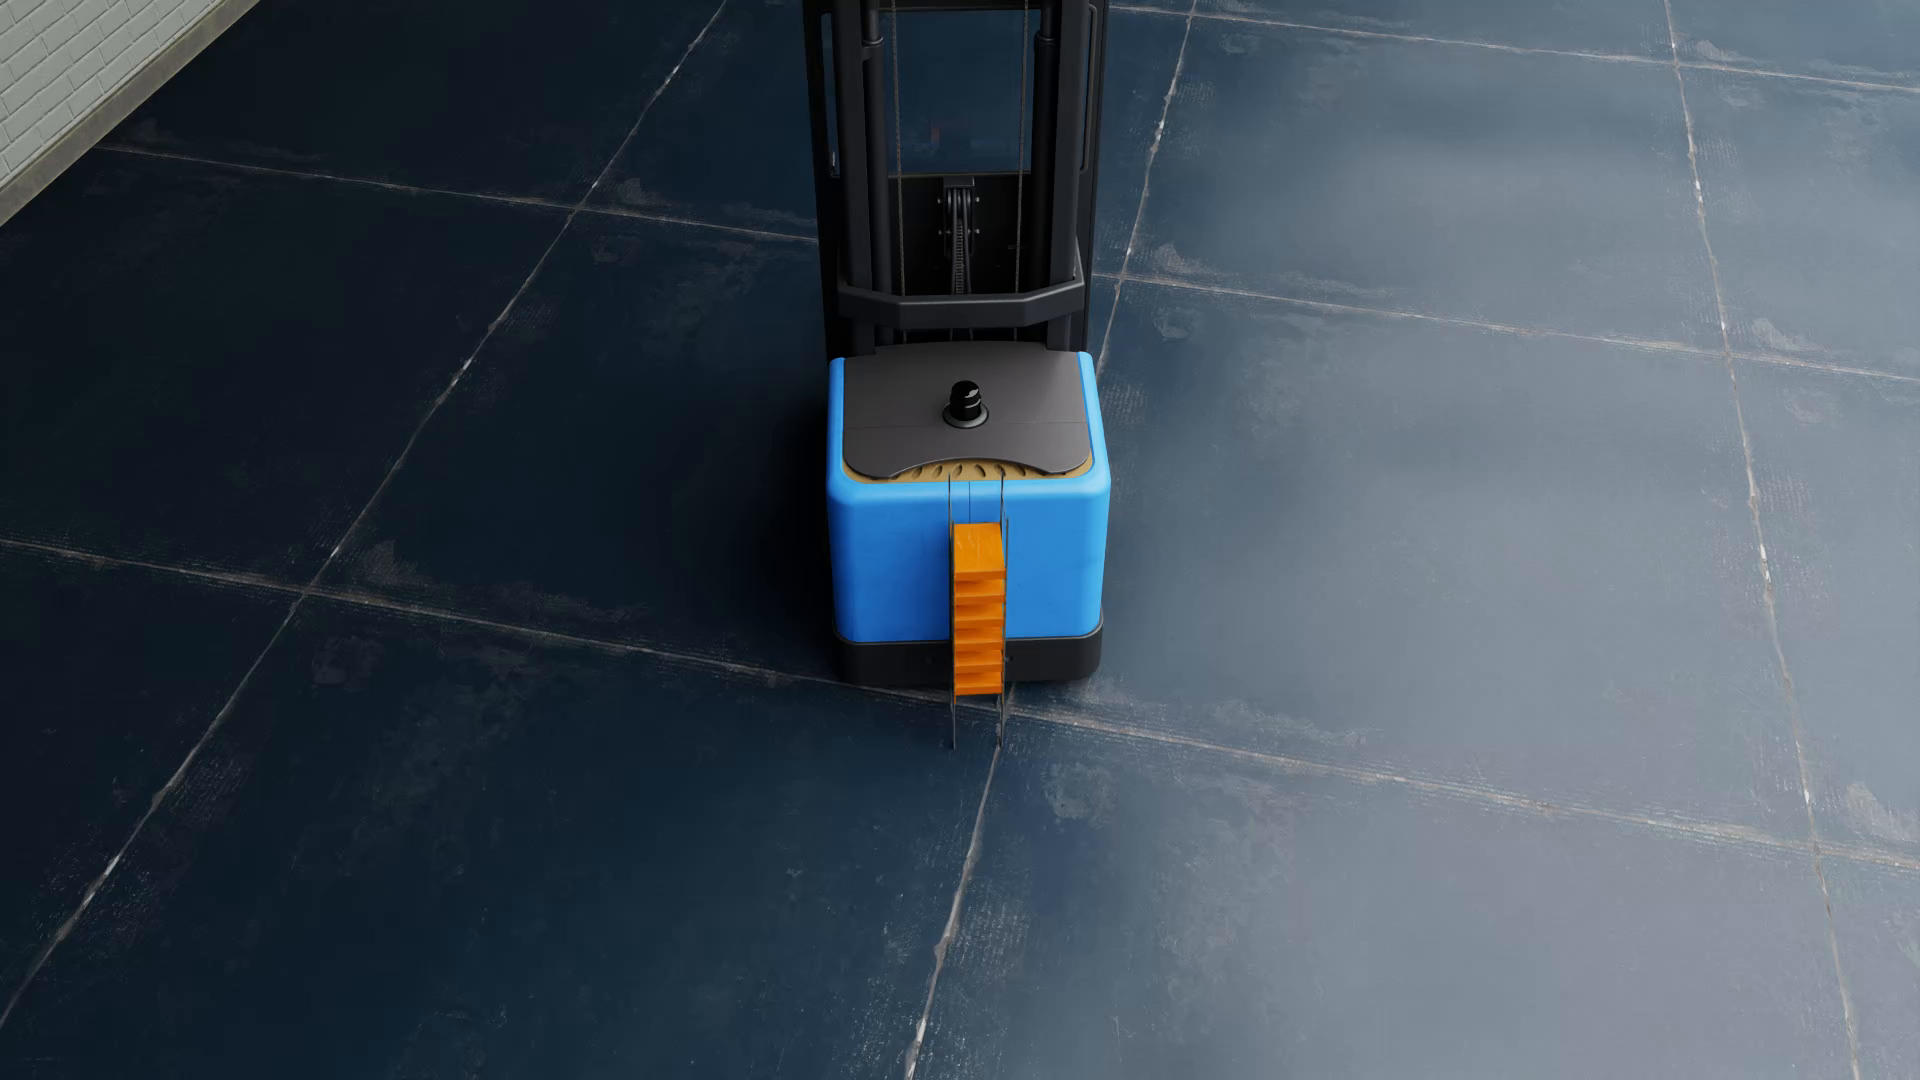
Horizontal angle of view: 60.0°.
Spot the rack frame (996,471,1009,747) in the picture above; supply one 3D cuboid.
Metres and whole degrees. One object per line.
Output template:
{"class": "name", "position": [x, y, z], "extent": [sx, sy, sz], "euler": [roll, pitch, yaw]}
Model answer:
{"class": "rack frame", "position": [0.153, 0.279, 6.055], "extent": [0.006, 1.200, 0.240], "euler": [-3, 44, -3]}

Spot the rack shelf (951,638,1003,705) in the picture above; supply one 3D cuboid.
{"class": "rack shelf", "position": [0.062, 0.488, 6.248], "extent": [0.180, 0.103, 0.258], "euler": [-3, 44, -3]}

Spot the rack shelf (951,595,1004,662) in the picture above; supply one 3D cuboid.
{"class": "rack shelf", "position": [0.062, 0.315, 6.081], "extent": [0.180, 0.103, 0.258], "euler": [-3, 44, -3]}

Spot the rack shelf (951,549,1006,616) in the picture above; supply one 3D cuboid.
{"class": "rack shelf", "position": [0.062, 0.142, 5.915], "extent": [0.180, 0.103, 0.258], "euler": [-3, 44, -3]}

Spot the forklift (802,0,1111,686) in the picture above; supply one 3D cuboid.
{"class": "forklift", "position": [-0.025, -1.493, 6.648], "extent": [1.130, 2.935, 3.031], "euler": [-2, 44, -2]}

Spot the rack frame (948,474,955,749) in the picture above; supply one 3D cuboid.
{"class": "rack frame", "position": [-0.030, 0.287, 6.046], "extent": [0.006, 1.200, 0.240], "euler": [-3, 44, -3]}

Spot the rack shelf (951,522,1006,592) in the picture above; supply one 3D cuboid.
{"class": "rack shelf", "position": [0.062, 0.056, 5.832], "extent": [0.180, 0.103, 0.258], "euler": [-3, 44, -3]}

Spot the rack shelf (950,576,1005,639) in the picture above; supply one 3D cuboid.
{"class": "rack shelf", "position": [0.062, 0.229, 5.998], "extent": [0.180, 0.103, 0.258], "euler": [-3, 44, -3]}

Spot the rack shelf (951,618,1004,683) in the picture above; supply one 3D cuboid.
{"class": "rack shelf", "position": [0.062, 0.402, 6.165], "extent": [0.180, 0.103, 0.258], "euler": [-3, 44, -3]}

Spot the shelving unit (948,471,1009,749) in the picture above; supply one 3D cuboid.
{"class": "shelving unit", "position": [0.062, 0.283, 6.050], "extent": [0.189, 1.200, 0.258], "euler": [-3, 44, -3]}
